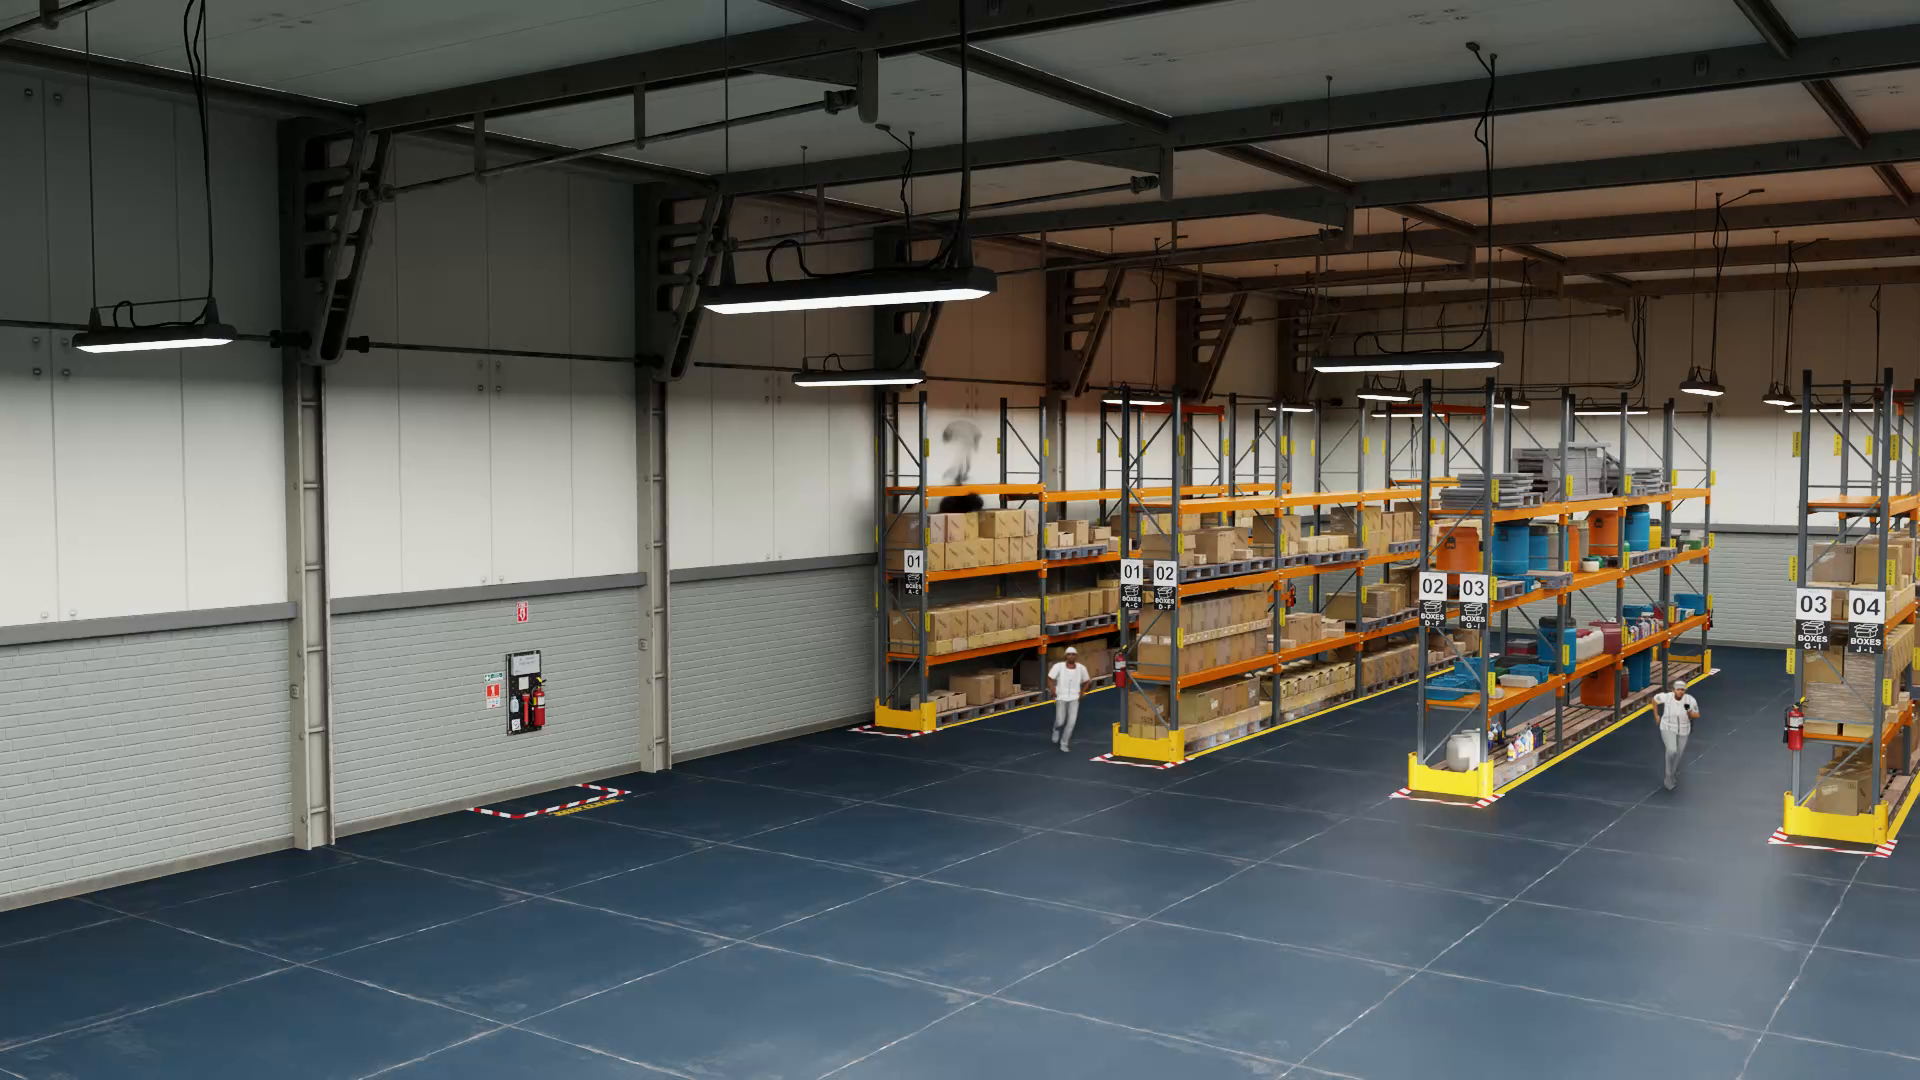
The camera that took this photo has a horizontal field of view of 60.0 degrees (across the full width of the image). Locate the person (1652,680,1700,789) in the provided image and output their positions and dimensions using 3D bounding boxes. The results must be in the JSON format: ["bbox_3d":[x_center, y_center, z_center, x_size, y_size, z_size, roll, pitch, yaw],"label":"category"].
[{"bbox_3d":[10.491,2.834,24.400,0.592,1.613,0.877,0,3,8],"label":"person"}]

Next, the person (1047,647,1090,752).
[{"bbox_3d":[1.804,2.621,27.554,0.723,1.725,0.615,0,3,-4],"label":"person"}]
